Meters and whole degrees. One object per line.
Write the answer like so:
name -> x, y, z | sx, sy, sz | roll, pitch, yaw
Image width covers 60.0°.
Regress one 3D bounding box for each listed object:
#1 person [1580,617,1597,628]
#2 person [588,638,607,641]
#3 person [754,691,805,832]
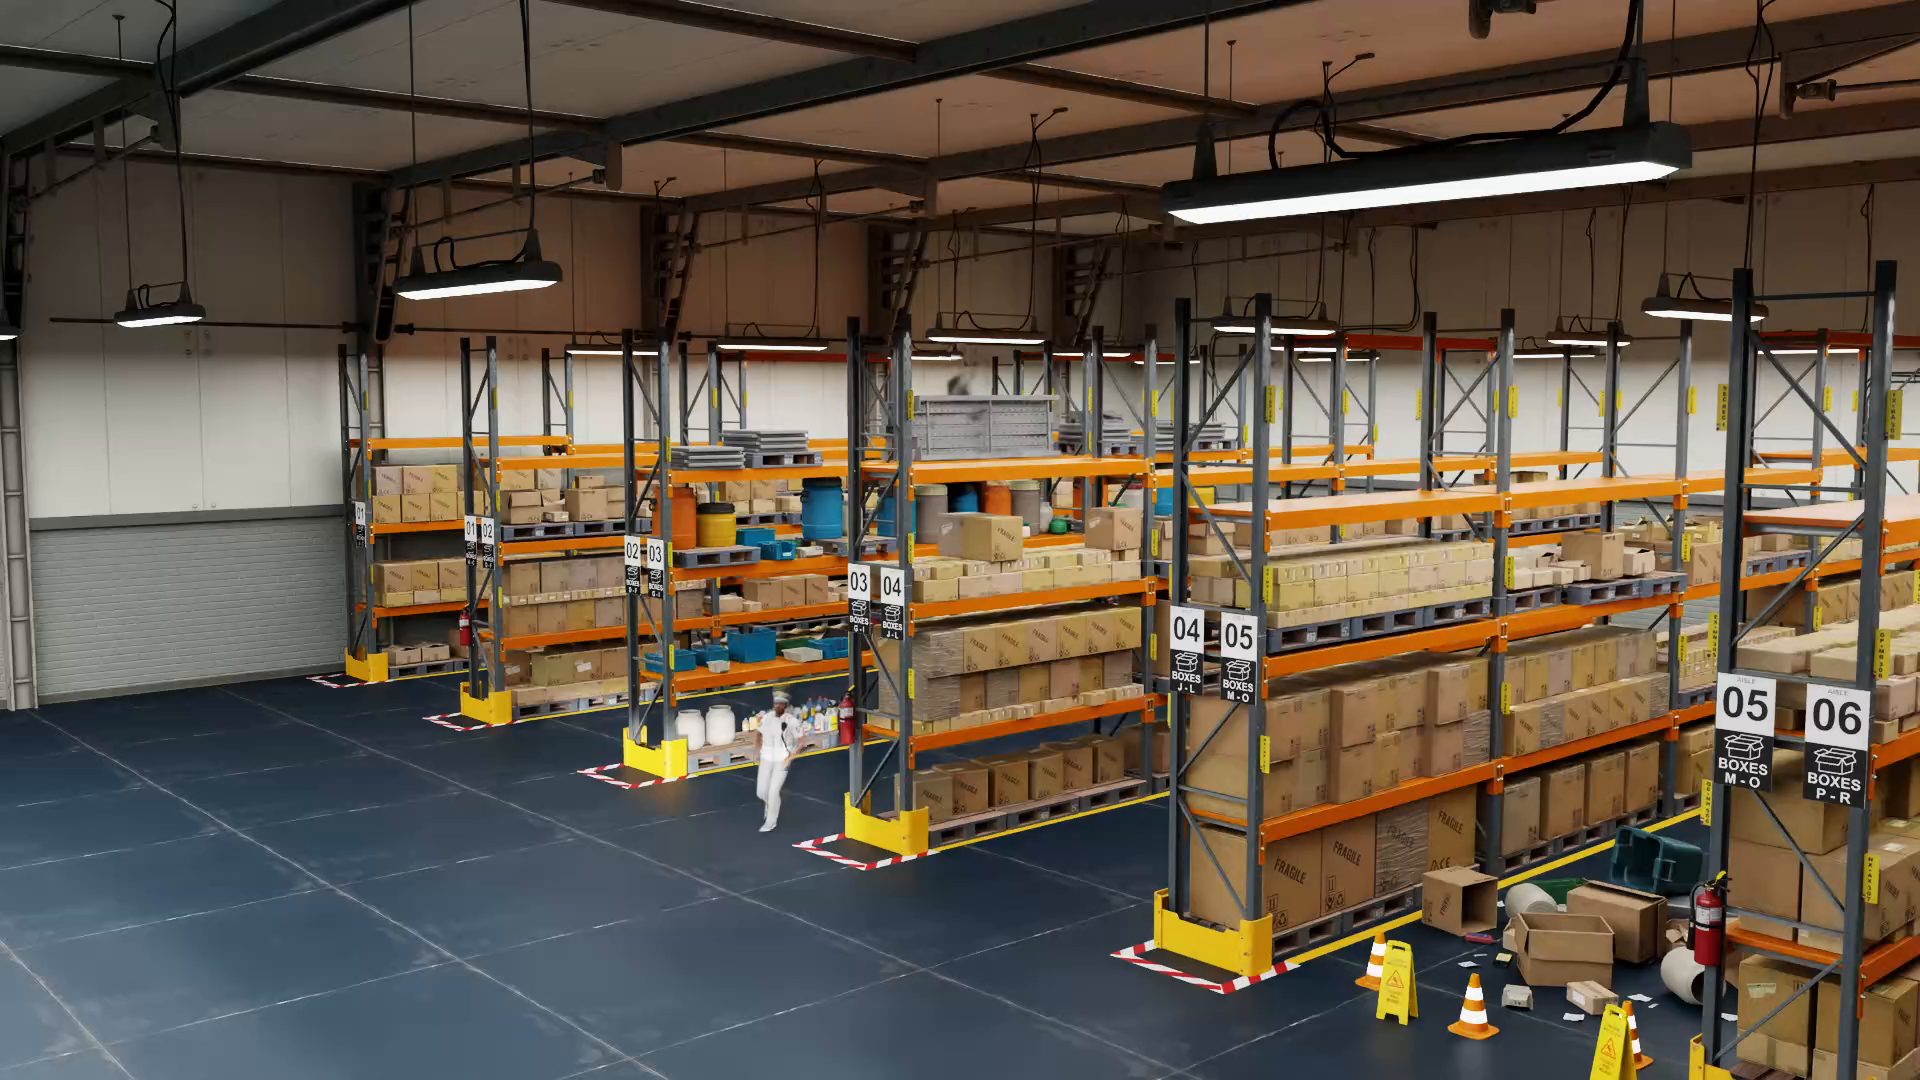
person -> 9.995, 1.956, 26.227 | 0.711, 1.733, 0.631 | 4, 7, 38
person -> -6.436, 1.605, 29.945 | 0.679, 1.765, 0.660 | 4, 7, 39
person -> -2.128, 2.588, 19.670 | 0.637, 1.660, 0.529 | 1, 5, 13
